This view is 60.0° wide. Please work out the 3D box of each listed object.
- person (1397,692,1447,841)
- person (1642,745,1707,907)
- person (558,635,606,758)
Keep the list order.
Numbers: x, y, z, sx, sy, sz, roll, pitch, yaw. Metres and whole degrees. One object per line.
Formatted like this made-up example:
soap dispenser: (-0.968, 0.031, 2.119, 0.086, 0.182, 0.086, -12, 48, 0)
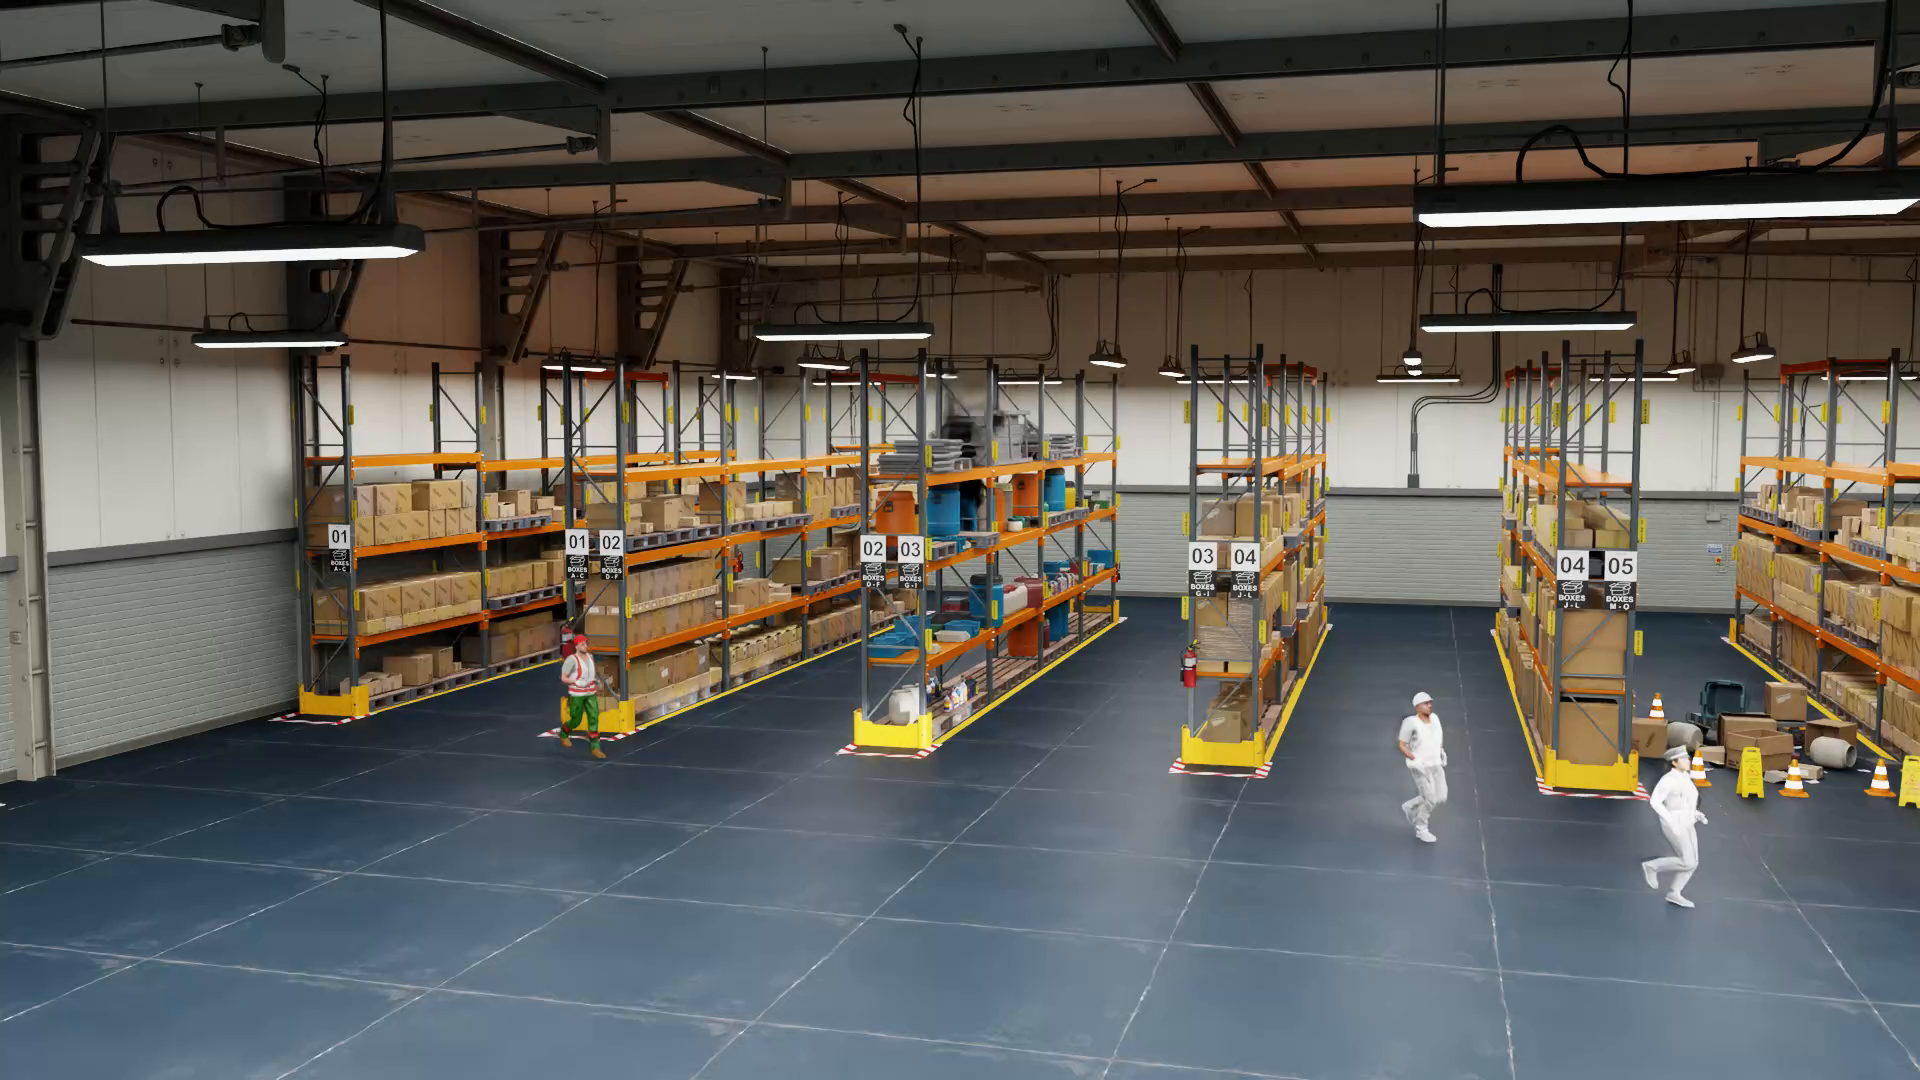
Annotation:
person: (5.458, 2.663, 19.683, 0.677, 1.745, 0.559, -3, 5, -34)
person: (7.329, 2.908, 17.037, 0.621, 1.657, 0.552, -4, 6, -40)
person: (-5.540, 2.271, 24.339, 0.998, 1.781, 0.670, 4, 6, 42)
